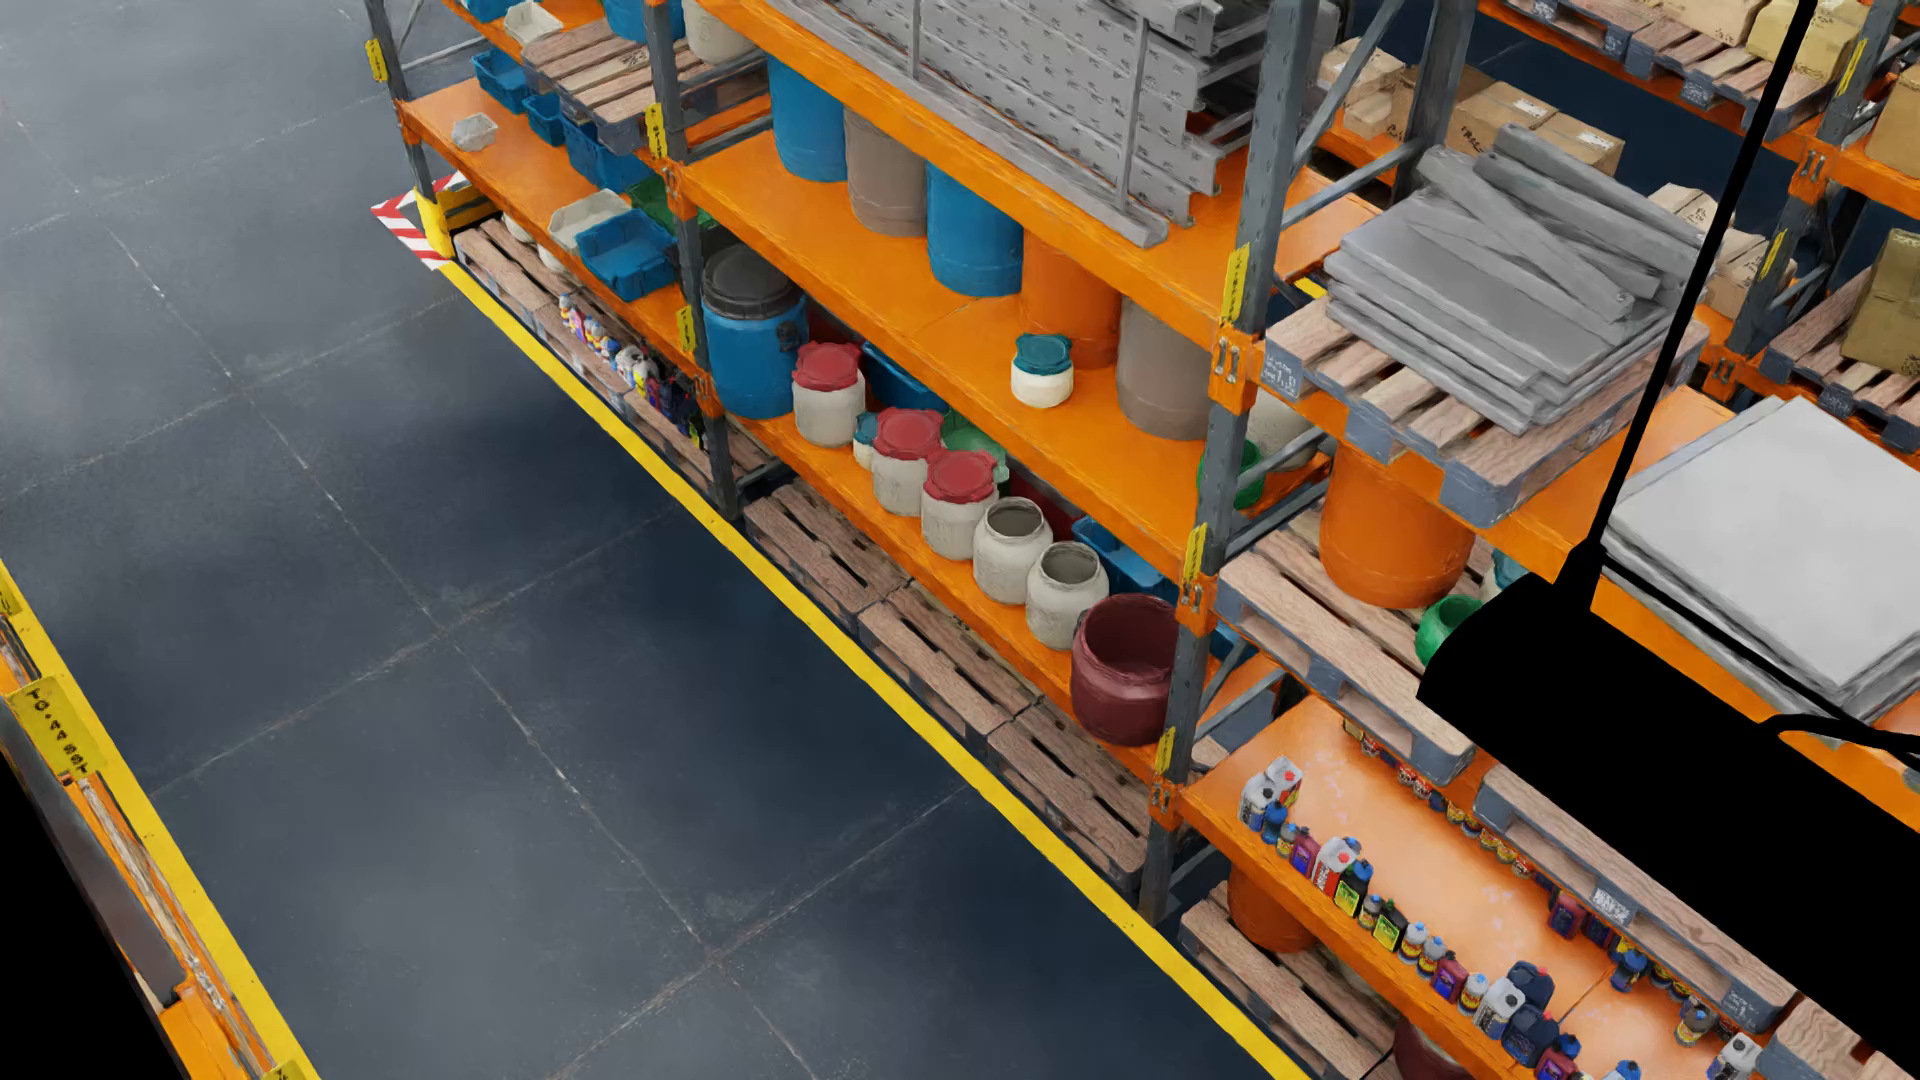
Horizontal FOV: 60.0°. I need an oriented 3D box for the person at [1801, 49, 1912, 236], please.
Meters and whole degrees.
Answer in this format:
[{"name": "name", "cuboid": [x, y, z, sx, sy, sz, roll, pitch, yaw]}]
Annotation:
[{"name": "person", "cuboid": [6.801, -2.892, 12.498, 0.604, 1.781, 0.444, 18, 49, 16]}]
